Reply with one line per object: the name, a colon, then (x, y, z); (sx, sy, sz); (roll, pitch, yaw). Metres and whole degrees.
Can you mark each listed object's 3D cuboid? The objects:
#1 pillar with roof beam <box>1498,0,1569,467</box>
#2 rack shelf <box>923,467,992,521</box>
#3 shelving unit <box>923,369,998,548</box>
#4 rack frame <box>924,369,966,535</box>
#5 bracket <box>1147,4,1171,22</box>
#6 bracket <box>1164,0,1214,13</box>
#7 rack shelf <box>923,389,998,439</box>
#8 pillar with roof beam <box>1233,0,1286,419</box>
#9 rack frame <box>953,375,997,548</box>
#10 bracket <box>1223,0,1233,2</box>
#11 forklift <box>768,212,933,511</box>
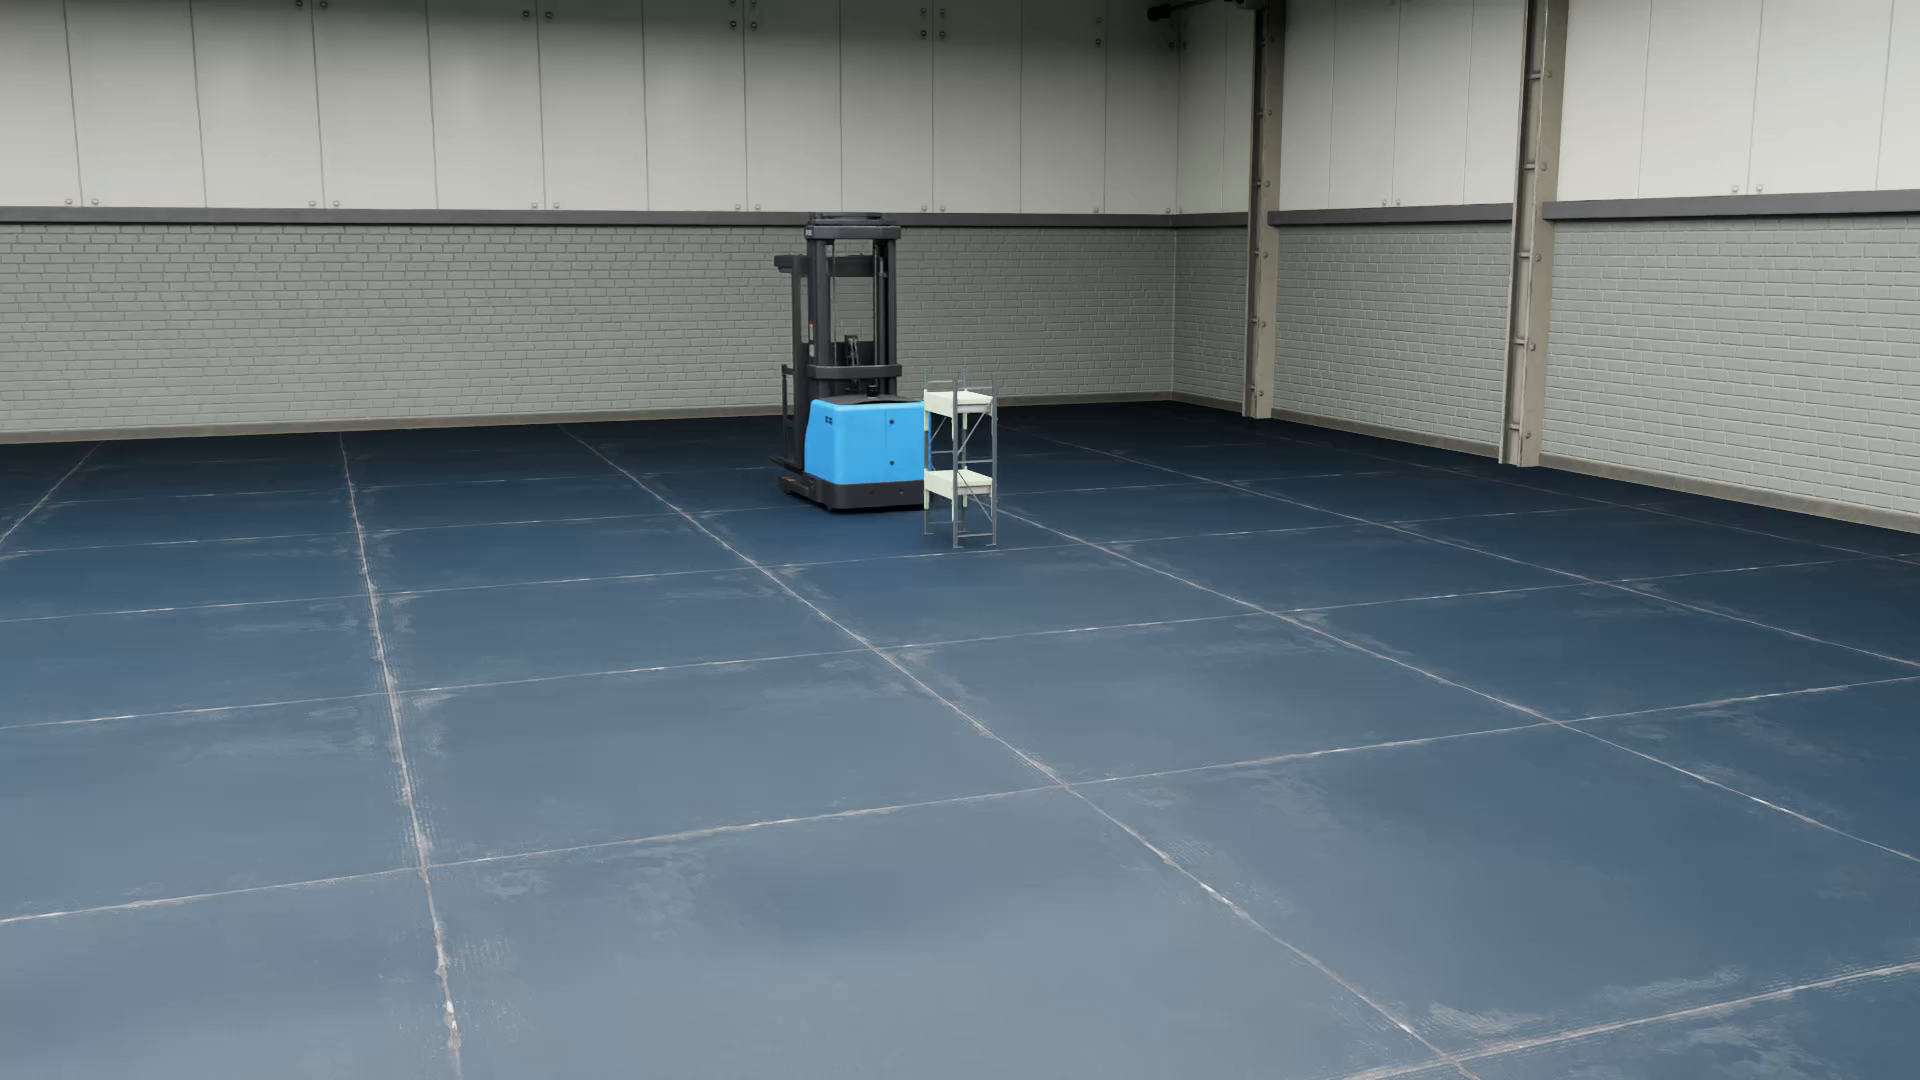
pillar with roof beam: (2.731, -5.069, 17.721); (9.100, 9.000, 0.400); (-4, 11, -21)
rack shelf: (-0.002, -0.419, 14.852); (0.431, 0.370, 0.720); (-4, 11, -21)
shelving unit: (-0.002, -0.739, 14.795); (0.431, 1.500, 0.755); (-4, 11, -21)
rack frame: (-0.135, -0.799, 15.131); (0.400, 1.500, 0.023); (-4, 11, -21)
bracket: (3.229, -8.526, 26.876); (0.235, 0.232, 0.430); (-4, 11, -21)
bracket: (3.443, -8.429, 26.334); (0.076, 0.066, 3.189); (-4, 11, -21)
rack shelf: (-0.002, -1.124, 14.727); (0.431, 0.370, 0.720); (-4, 11, -21)
pillar with roof beam: (0.556, -6.048, 23.227); (9.100, 9.000, 0.548); (-4, 11, -21)
rack frame: (0.130, -0.680, 14.459); (0.400, 1.500, 0.023); (-4, 11, -21)
bracket: (4.087, -8.139, 24.701); (0.235, 0.232, 0.430); (-4, 11, -21)
forklift: (-1.299, -1.950, 17.512); (1.130, 2.935, 3.031); (-4, 11, -22)
